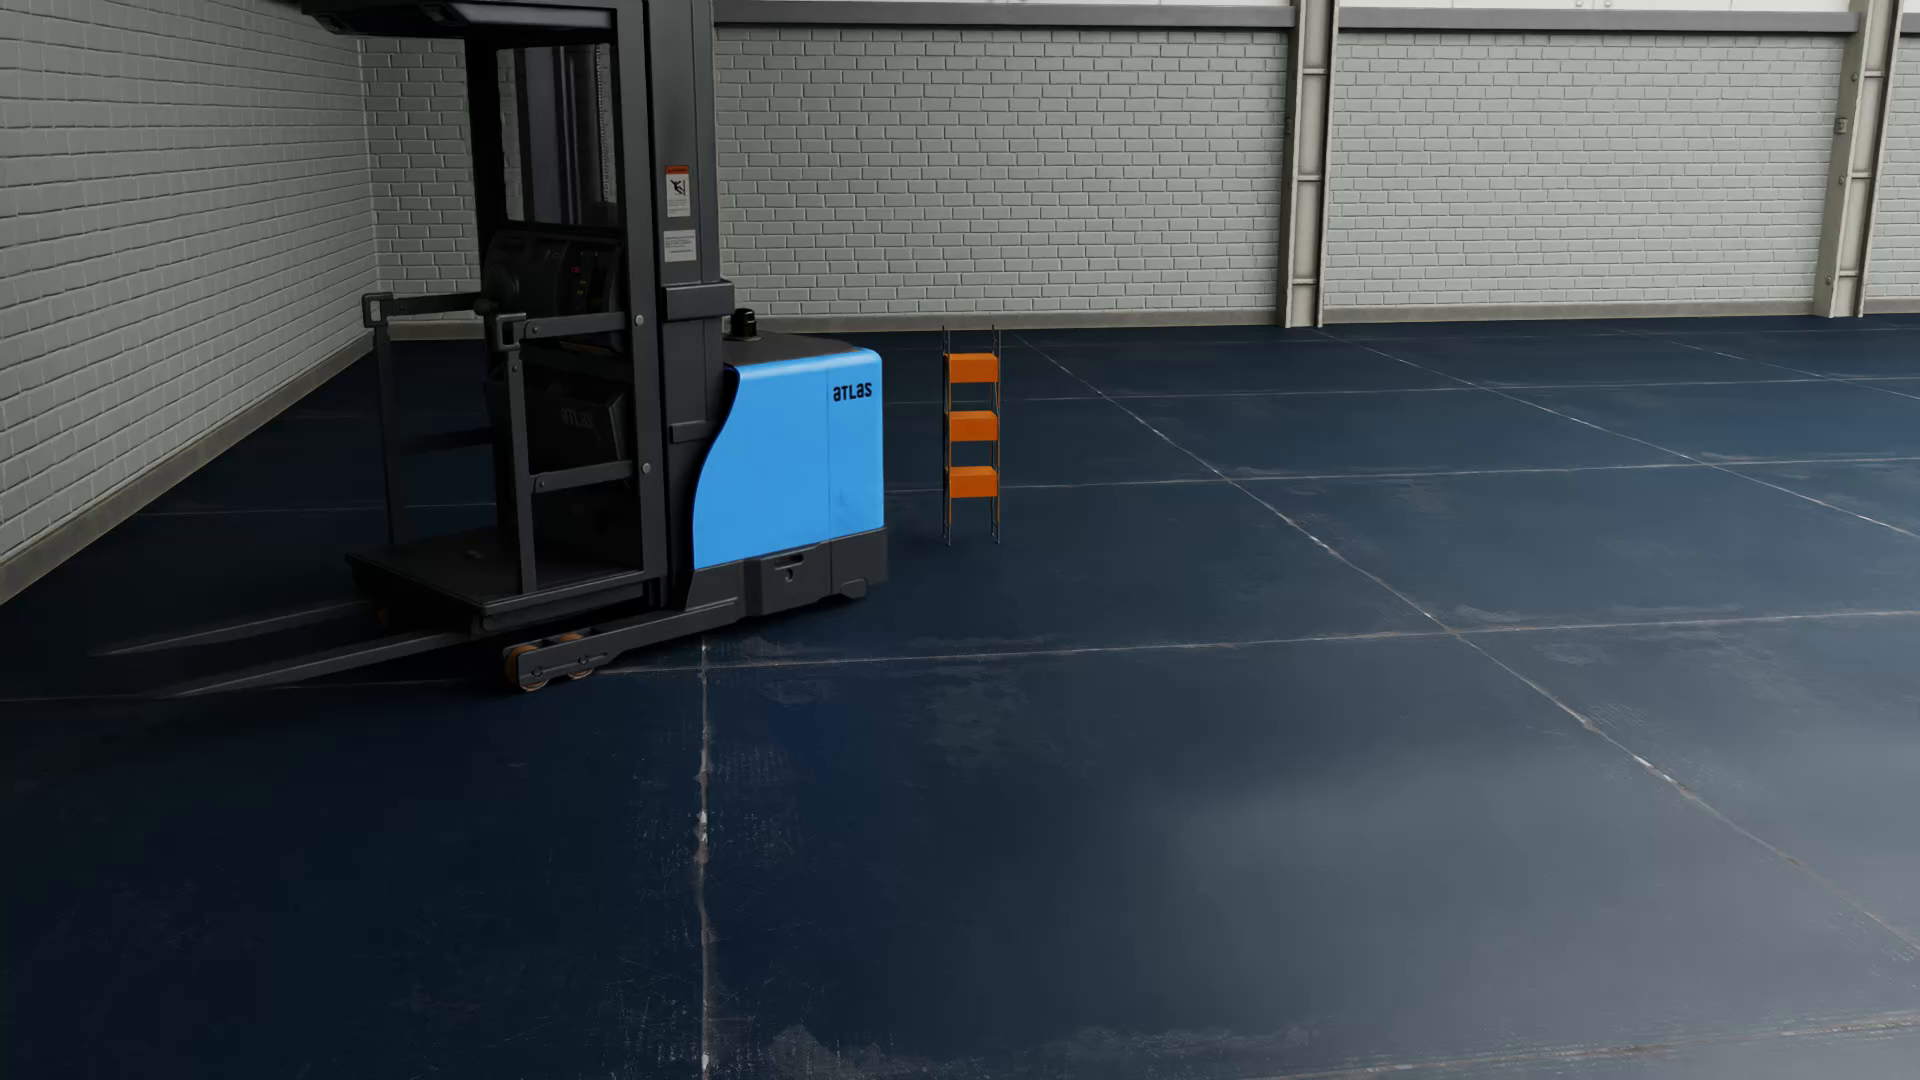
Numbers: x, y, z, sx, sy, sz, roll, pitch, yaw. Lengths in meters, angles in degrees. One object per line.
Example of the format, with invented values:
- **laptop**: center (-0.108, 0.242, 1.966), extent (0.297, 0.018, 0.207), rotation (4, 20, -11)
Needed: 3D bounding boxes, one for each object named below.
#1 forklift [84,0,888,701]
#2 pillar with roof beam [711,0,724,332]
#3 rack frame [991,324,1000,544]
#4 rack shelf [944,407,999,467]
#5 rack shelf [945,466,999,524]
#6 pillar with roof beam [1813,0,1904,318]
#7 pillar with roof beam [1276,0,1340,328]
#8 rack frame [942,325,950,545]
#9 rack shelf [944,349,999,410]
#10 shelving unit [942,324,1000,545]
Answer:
- **forklift**: center (-1.717, -1.015, 6.243), extent (3.031, 2.935, 1.130), rotation (-14, 19, -43)
- **pillar with roof beam**: center (-1.844, -5.295, 10.836), extent (0.400, 9.000, 9.100), rotation (-2, 14, -8)
- **rack frame**: center (0.174, -0.516, 8.119), extent (0.008, 1.050, 0.200), rotation (-2, 14, -8)
- **rack shelf**: center (0.053, -0.501, 8.104), extent (0.240, 0.259, 0.215), rotation (-2, 14, -8)
- **rack shelf**: center (0.053, -0.231, 8.172), extent (0.240, 0.259, 0.215), rotation (-2, 14, -8)
- **pillar with roof beam**: center (10.022, -5.730, 12.570), extent (0.400, 9.000, 9.100), rotation (-2, 14, -8)
- **pillar with roof beam**: center (4.089, -5.512, 11.703), extent (0.400, 9.000, 9.100), rotation (-2, 14, -8)
- **rack frame**: center (-0.068, -0.507, 8.084), extent (0.008, 1.050, 0.200), rotation (-2, 14, -8)
- **rack shelf**: center (0.053, -0.776, 8.035), extent (0.240, 0.259, 0.215), rotation (-2, 14, -8)
- **shelving unit**: center (0.053, -0.511, 8.102), extent (0.252, 1.050, 0.215), rotation (-2, 14, -8)
